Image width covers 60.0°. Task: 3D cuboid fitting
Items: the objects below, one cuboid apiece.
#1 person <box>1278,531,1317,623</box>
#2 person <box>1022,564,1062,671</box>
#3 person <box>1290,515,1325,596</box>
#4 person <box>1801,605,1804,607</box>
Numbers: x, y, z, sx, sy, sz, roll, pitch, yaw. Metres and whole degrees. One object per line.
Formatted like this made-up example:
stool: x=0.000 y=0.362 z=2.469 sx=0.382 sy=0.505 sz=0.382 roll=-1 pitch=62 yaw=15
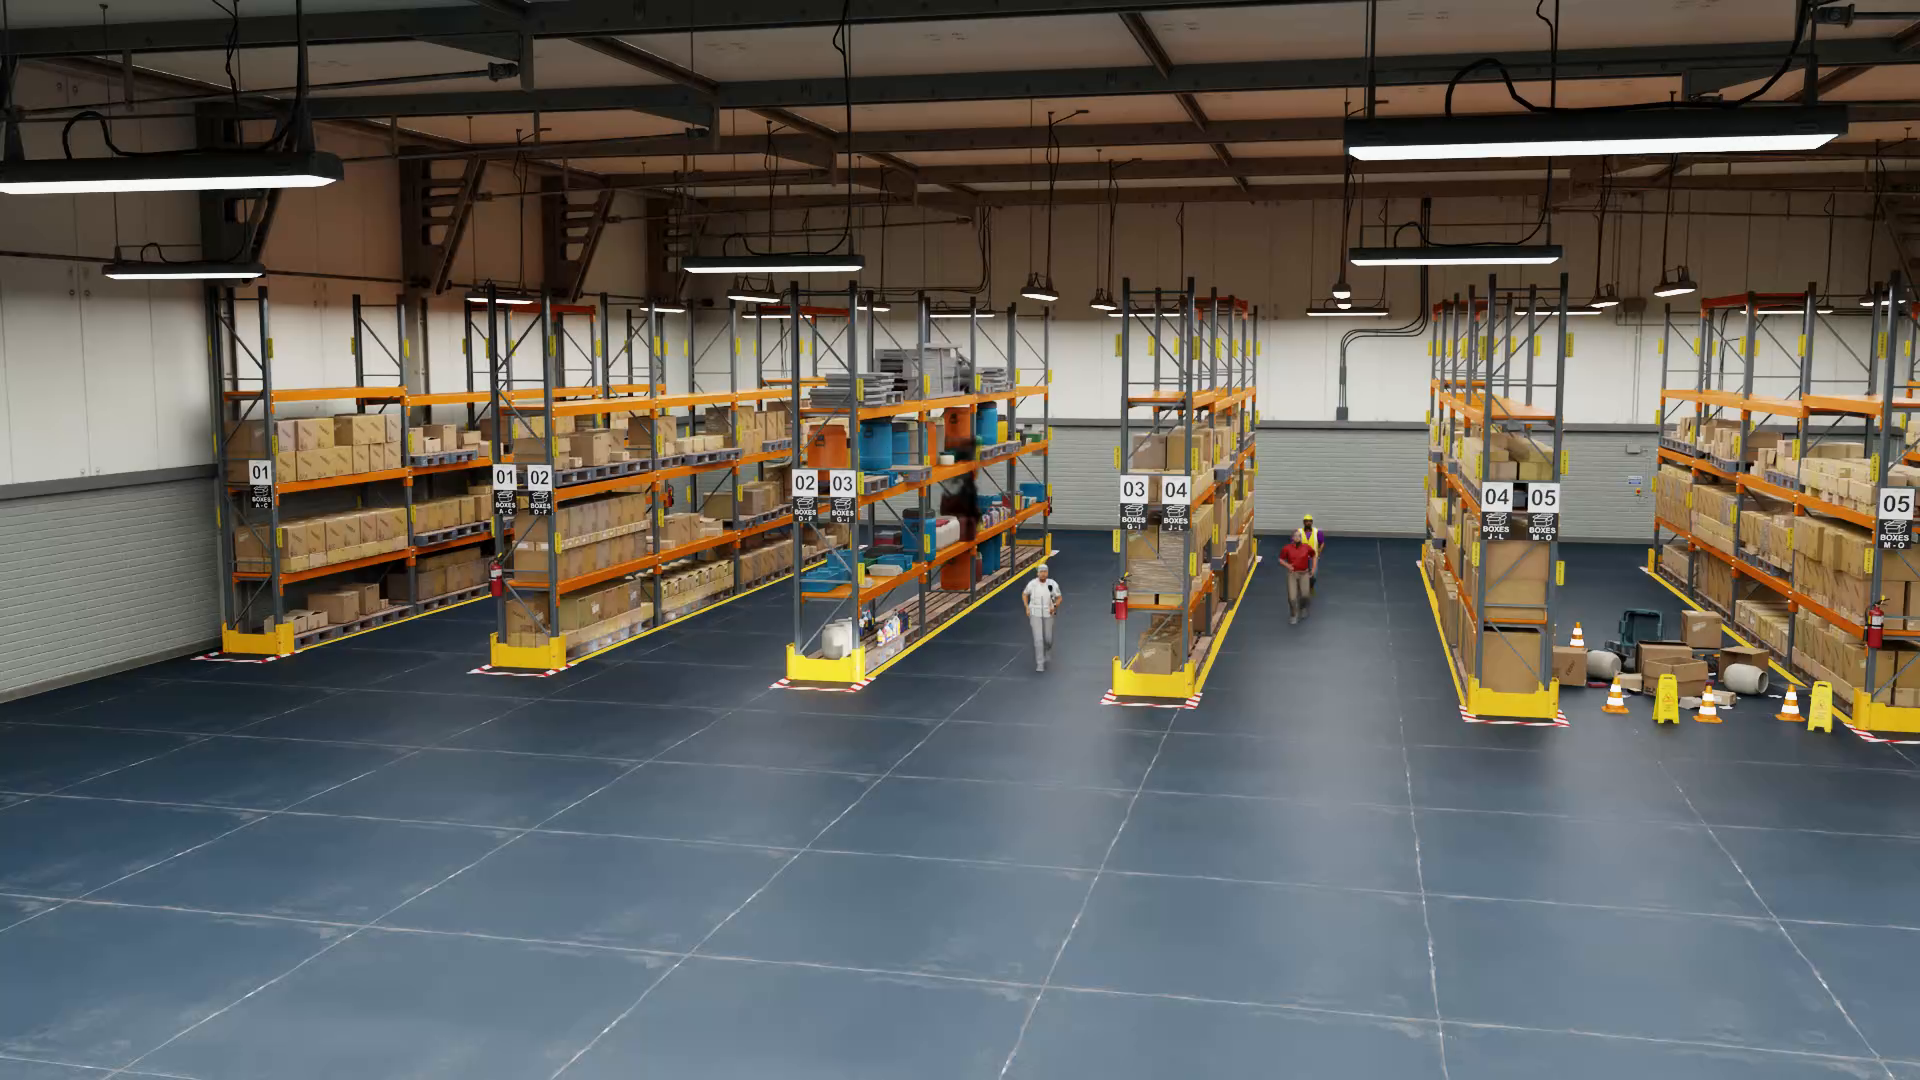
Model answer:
person: x=6.157 y=0.682 z=30.311 sx=0.716 sy=1.695 sz=0.553 roll=1 pitch=7 yaw=7
person: x=1.287 y=1.191 z=26.134 sx=0.630 sy=1.652 sz=0.744 roll=0 pitch=7 yaw=1
person: x=6.913 y=0.350 z=33.093 sx=0.696 sy=1.718 sz=0.605 roll=1 pitch=7 yaw=8
person: x=16.253 y=0.558 z=31.663 sx=0.539 sy=1.583 sz=0.895 roll=1 pitch=7 yaw=8
